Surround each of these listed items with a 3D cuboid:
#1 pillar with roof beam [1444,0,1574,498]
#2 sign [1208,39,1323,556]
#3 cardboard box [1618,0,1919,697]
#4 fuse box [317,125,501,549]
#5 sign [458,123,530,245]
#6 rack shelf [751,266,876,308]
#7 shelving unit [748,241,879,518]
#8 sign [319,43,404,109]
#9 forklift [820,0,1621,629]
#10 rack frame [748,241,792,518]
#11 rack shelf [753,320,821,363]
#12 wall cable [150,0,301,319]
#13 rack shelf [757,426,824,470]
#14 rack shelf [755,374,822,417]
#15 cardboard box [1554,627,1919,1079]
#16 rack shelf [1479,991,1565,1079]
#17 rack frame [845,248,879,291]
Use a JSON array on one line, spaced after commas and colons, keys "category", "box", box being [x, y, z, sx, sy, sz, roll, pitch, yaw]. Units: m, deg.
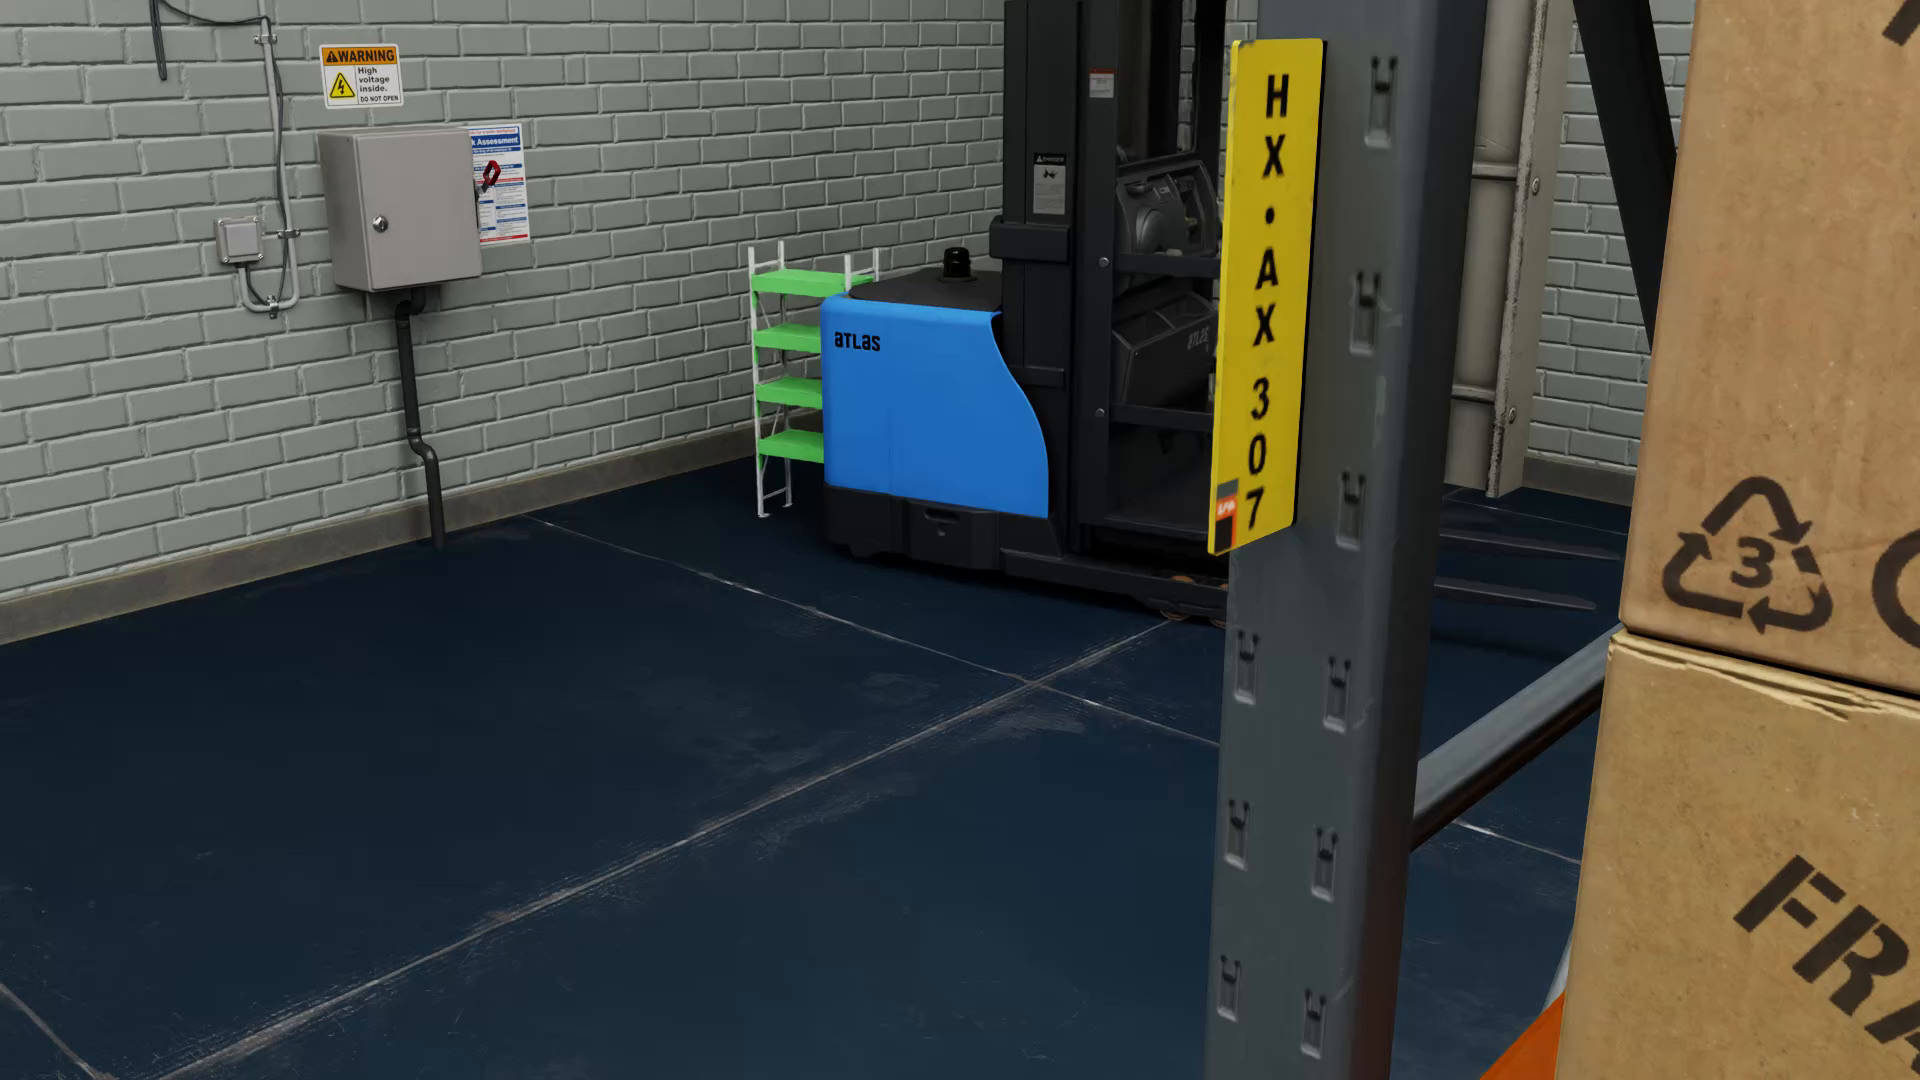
[{"category": "pillar with roof beam", "box": [-0.413, -3.584, 3.528, 0.400, 9.000, 9.100, 15, 23, 39]}, {"category": "sign", "box": [0.198, -0.155, 1.080, 0.005, 0.325, 0.100, 15, 23, 39]}, {"category": "cardboard box", "box": [0.741, -0.193, 0.942, 0.500, 0.500, 0.500, 14, 23, 38]}, {"category": "fuse box", "box": [-2.159, -0.788, 6.766, 0.414, 1.711, 0.539, 15, 23, 39]}, {"category": "sign", "box": [-1.986, -1.510, 7.068, 0.001, 0.494, 0.329, 15, 23, 39]}, {"category": "rack shelf", "box": [-0.622, -1.063, 7.104, 0.480, 0.148, 0.258, 10, 20, 28]}, {"category": "shelving unit", "box": [-0.622, -0.667, 7.229, 0.503, 1.200, 0.258, 10, 20, 28]}, {"category": "sign", "box": [-2.350, -1.825, 6.538, 0.001, 0.242, 0.339, 15, 23, 39]}, {"category": "forklift", "box": [0.971, -1.254, 6.218, 3.031, 2.935, 1.130, 9, 20, 27]}, {"category": "rack frame", "box": [-0.836, -0.703, 7.343, 0.015, 1.200, 0.240, 10, 20, 28]}, {"category": "rack shelf", "box": [-0.622, -0.835, 7.176, 0.480, 0.148, 0.258, 10, 20, 28]}, {"category": "wall cable", "box": [-2.730, -1.764, 6.030, 0.122, 1.984, 0.588, 15, 23, 39]}, {"category": "rack shelf", "box": [-0.622, -0.377, 7.321, 0.480, 0.148, 0.258, 10, 20, 28]}, {"category": "rack shelf", "box": [-0.622, -0.606, 7.249, 0.480, 0.148, 0.258, 10, 20, 28]}, {"category": "cardboard box", "box": [0.739, 0.284, 1.091, 0.500, 0.500, 0.500, 15, 23, 39]}, {"category": "rack shelf", "box": [2.067, 0.915, 0.458, 4.000, 0.370, 1.077, 15, 23, 39]}, {"category": "rack frame", "box": [-0.409, -0.631, 7.116, 0.015, 1.200, 0.240, 10, 20, 28]}]
